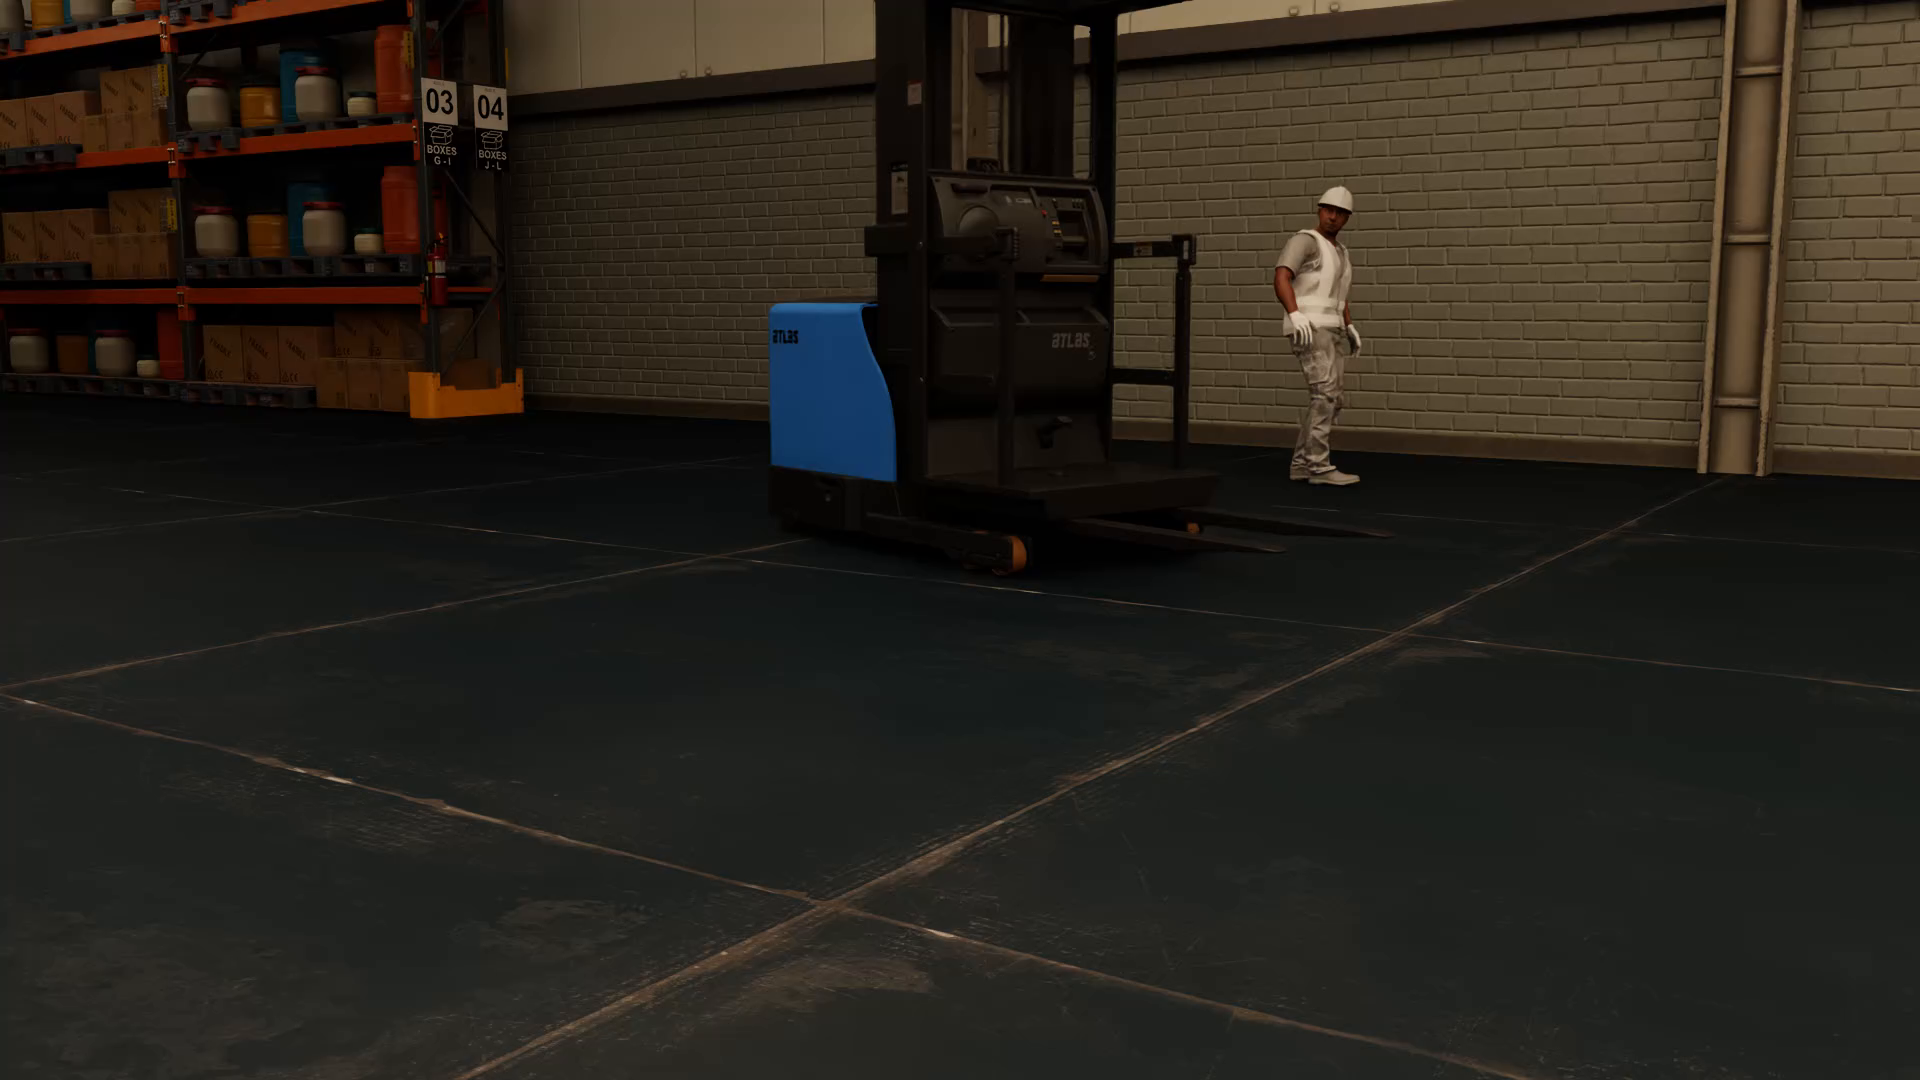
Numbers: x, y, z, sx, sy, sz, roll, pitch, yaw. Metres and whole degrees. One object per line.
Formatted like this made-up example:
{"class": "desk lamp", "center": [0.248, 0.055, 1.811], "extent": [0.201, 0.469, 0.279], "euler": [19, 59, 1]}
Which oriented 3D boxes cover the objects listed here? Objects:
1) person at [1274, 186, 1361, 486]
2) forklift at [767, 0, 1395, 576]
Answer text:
{"class": "person", "center": [2.211, -1.220, 9.937], "extent": [0.521, 1.760, 0.785], "euler": [5, 9, 31]}
{"class": "forklift", "center": [0.399, -1.385, 6.932], "extent": [1.130, 2.935, 3.031], "euler": [-7, 10, -39]}
